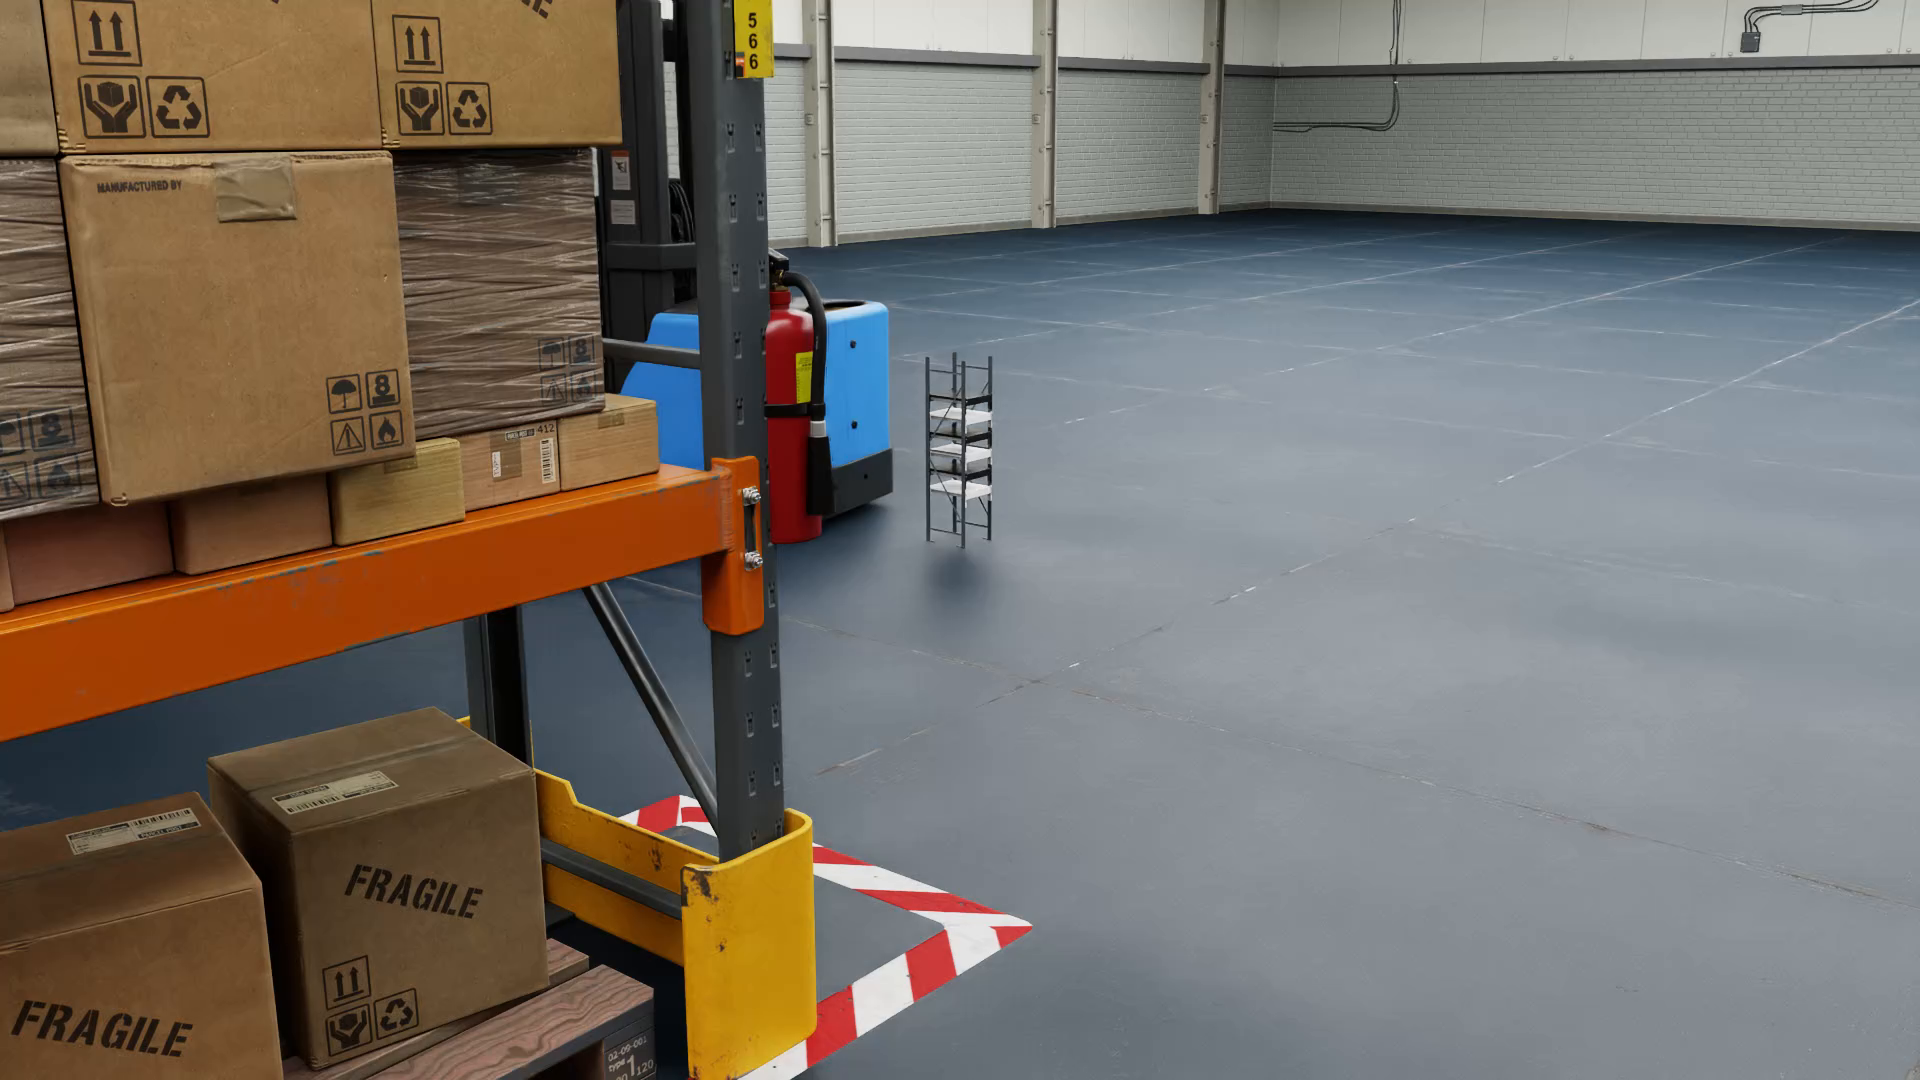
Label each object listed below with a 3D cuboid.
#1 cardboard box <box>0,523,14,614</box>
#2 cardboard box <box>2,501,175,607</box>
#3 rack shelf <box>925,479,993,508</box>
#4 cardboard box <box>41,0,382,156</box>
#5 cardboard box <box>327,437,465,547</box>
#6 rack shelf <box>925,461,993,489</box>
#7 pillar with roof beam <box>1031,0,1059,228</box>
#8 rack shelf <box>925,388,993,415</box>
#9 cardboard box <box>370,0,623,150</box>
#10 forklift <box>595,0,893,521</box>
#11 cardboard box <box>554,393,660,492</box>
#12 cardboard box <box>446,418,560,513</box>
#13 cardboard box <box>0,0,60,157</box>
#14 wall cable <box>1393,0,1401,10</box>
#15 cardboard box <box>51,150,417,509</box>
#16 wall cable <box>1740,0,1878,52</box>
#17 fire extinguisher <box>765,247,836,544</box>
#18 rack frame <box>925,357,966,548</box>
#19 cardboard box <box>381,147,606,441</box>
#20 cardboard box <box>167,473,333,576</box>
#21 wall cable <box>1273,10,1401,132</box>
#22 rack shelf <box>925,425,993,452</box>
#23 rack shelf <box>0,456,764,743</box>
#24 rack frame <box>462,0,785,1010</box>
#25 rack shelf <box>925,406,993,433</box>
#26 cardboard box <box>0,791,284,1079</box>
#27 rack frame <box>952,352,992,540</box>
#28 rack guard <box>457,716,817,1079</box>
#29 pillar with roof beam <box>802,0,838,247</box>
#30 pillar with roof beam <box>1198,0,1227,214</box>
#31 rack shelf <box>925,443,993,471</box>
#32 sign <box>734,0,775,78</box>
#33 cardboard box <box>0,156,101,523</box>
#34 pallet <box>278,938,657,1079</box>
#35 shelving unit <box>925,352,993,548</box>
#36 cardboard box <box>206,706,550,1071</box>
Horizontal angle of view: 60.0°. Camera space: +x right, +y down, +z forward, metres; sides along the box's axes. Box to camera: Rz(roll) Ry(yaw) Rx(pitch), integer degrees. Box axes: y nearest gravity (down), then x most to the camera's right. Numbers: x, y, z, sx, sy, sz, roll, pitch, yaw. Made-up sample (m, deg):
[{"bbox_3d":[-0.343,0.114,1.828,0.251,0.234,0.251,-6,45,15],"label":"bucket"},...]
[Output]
[{"bbox_3d":[-1.605,0.027,2.434,0.380,0.149,0.250,11,18,38],"label":"cardboard box"},{"bbox_3d":[-1.465,-0.024,2.636,0.380,0.149,0.250,11,18,38],"label":"cardboard box"},{"bbox_3d":[-0.005,-0.228,8.059,0.258,0.077,0.200,11,18,38],"label":"rack shelf"},{"bbox_3d":[-1.277,-0.860,2.578,0.500,0.500,0.500,11,18,38],"label":"cardboard box"},{"bbox_3d":[-1.107,-0.111,2.978,0.380,0.149,0.250,11,18,38],"label":"cardboard box"},{"bbox_3d":[-0.005,-0.315,8.036,0.258,0.077,0.200,11,18,38],"label":"rack shelf"},{"bbox_3d":[4.910,-9.568,27.509,9.100,9.000,0.400,11,18,38],"label":"pillar with roof beam"},{"bbox_3d":[-0.005,-0.664,7.948,0.258,0.077,0.200,11,18,38],"label":"rack shelf"},{"bbox_3d":[-0.967,-0.957,2.959,0.500,0.500,0.500,11,18,38],"label":"cardboard box"},{"bbox_3d":[-1.912,-1.670,8.745,3.031,2.935,1.130,7,16,25],"label":"forklift"},{"bbox_3d":[-0.832,-0.215,3.386,0.380,0.149,0.250,11,18,38],"label":"cardboard box"},{"bbox_3d":[-0.989,-0.167,3.198,0.380,0.149,0.250,11,18,38],"label":"cardboard box"},{"bbox_3d":[-1.593,-0.765,2.203,0.500,0.500,0.500,11,18,38],"label":"cardboard box"},{"bbox_3d":[10.317,-12.267,34.183,3.097,2.526,0.112,11,18,38],"label":"wall cable"},{"bbox_3d":[-1.401,-0.400,2.799,0.875,0.500,0.500,11,18,38],"label":"cardboard box"},{"bbox_3d":[15.586,-11.919,29.856,2.305,6.003,0.169,11,18,38],"label":"wall cable"},{"bbox_3d":[-0.383,-0.336,3.511,0.296,0.674,0.183,11,18,38],"label":"fire extinguisher"},{"bbox_3d":[-0.069,-0.415,7.929,0.240,0.900,0.006,11,18,38],"label":"rack frame"},{"bbox_3d":[-1.180,-0.515,3.249,0.875,0.500,0.500,11,18,38],"label":"cardboard box"},{"bbox_3d":[-1.276,-0.066,2.799,0.380,0.149,0.250,11,18,38],"label":"cardboard box"},{"bbox_3d":[8.212,-10.238,36.452,3.097,2.526,0.112,11,18,38],"label":"wall cable"},{"bbox_3d":[-0.005,-0.490,7.992,0.258,0.077,0.200,11,18,38],"label":"rack shelf"},{"bbox_3d":[-2.070,0.309,2.277,1.077,0.370,4.000,11,18,38],"label":"rack shelf"},{"bbox_3d":[-0.813,-0.423,3.696,1.000,3.000,0.127,11,18,38],"label":"rack frame"},{"bbox_3d":[-0.005,-0.577,7.970,0.258,0.077,0.200,11,18,38],"label":"rack shelf"},{"bbox_3d":[-1.568,0.822,3.020,0.500,0.500,0.500,-10,17,-35],"label":"cardboard box"},{"bbox_3d":[0.059,-0.454,8.083,0.240,0.900,0.006,11,18,38],"label":"rack frame"},{"bbox_3d":[-0.861,0.803,3.946,1.175,0.500,0.348,11,18,38],"label":"rack guard"},{"bbox_3d":[1.139,-8.419,22.986,9.100,9.000,0.400,11,18,38],"label":"pillar with roof beam"},{"bbox_3d":[8.681,-10.717,32.032,9.100,9.000,0.400,11,18,38],"label":"pillar with roof beam"},{"bbox_3d":[-0.005,-0.402,8.014,0.258,0.077,0.200,11,18,38],"label":"rack shelf"},{"bbox_3d":[-0.394,-1.048,3.161,0.100,0.325,0.005,11,18,38],"label":"sign"},{"bbox_3d":[-1.749,-0.311,2.448,0.875,0.500,0.500,11,18,38],"label":"cardboard box"},{"bbox_3d":[-1.399,1.093,3.391,1.003,0.211,1.213,11,18,38],"label":"pallet"},{"bbox_3d":[-0.005,-0.435,8.006,0.258,0.900,0.210,11,18,38],"label":"shelving unit"},{"bbox_3d":[-1.219,0.702,3.491,0.500,0.500,0.500,-12,18,-39],"label":"cardboard box"}]
